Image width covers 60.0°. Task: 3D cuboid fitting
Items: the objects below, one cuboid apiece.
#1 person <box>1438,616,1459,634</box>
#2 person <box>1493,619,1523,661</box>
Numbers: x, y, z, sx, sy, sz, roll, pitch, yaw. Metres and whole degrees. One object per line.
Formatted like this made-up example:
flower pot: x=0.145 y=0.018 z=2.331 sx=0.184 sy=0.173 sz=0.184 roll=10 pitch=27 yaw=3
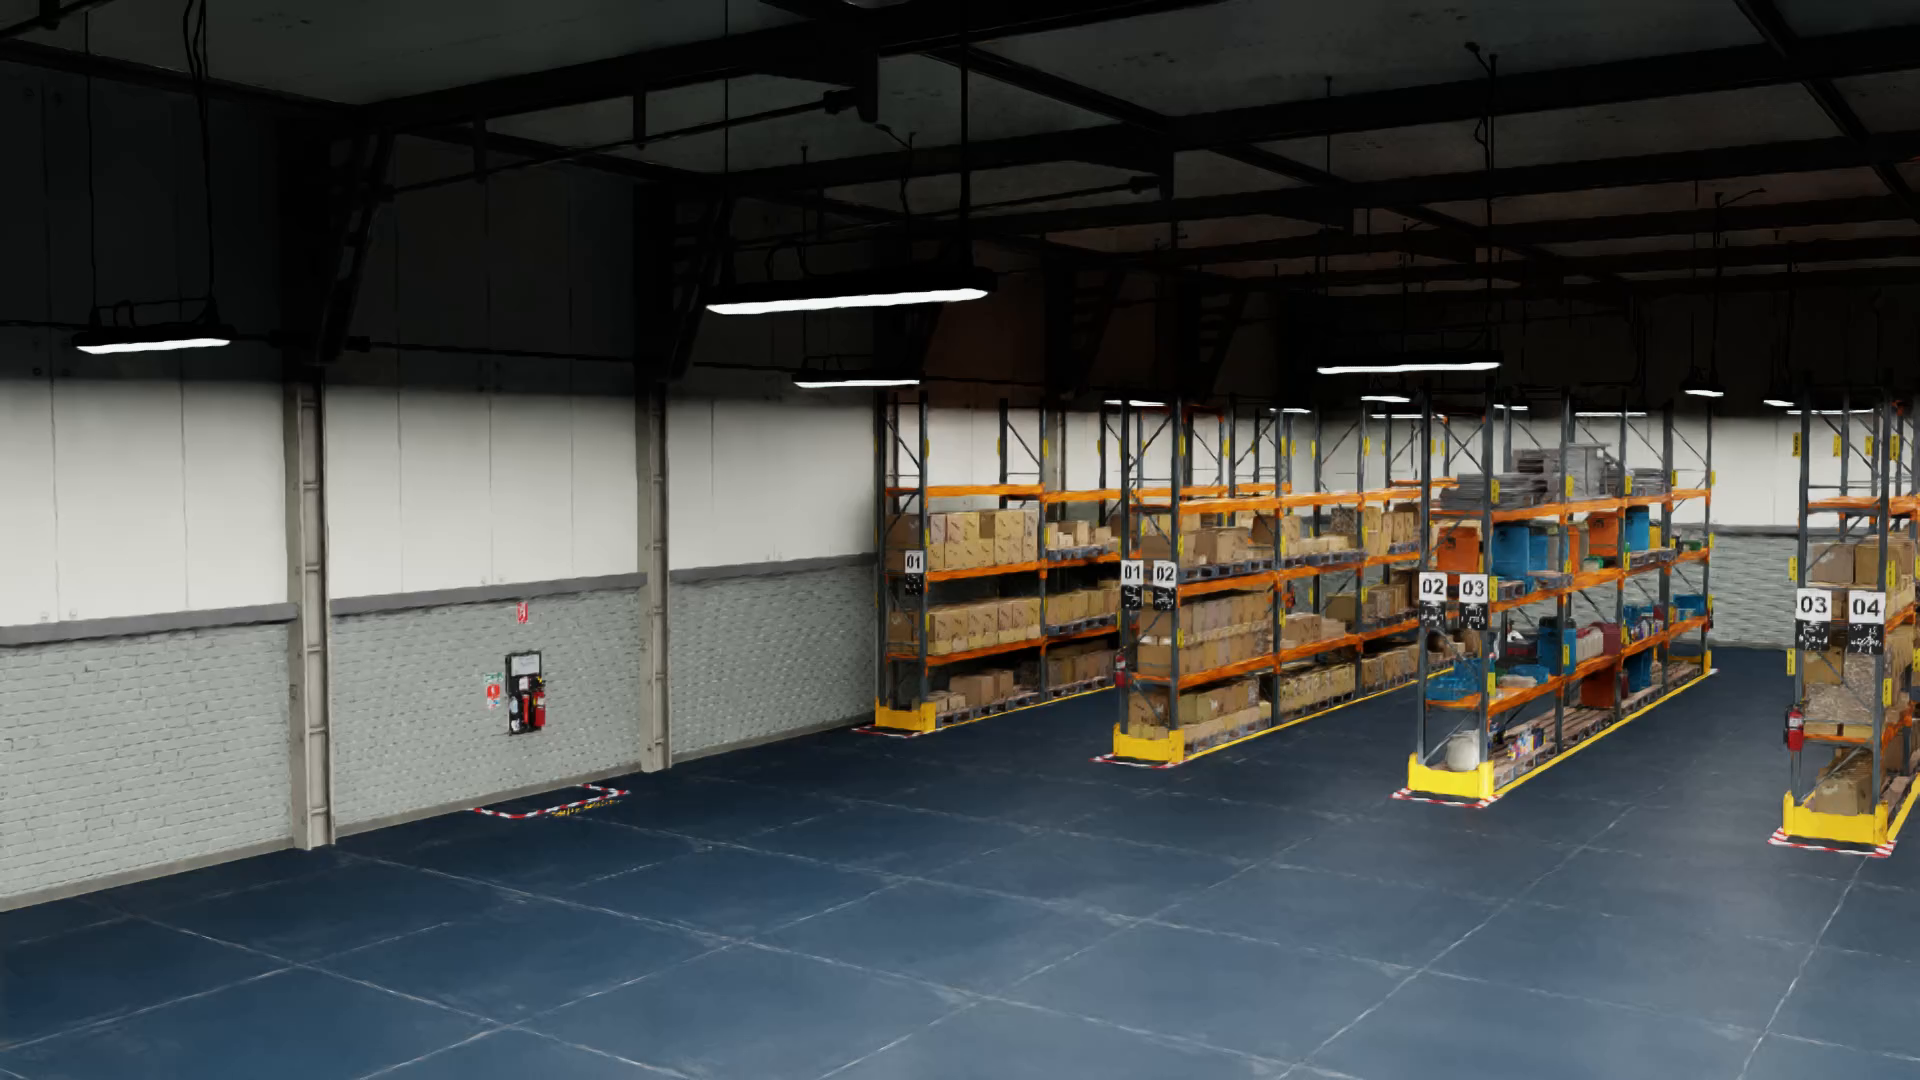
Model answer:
person: x=12.401 y=1.826 z=42.480 sx=0.641 sy=1.654 sz=0.460 roll=-1 pitch=3 yaw=-10
person: x=10.946 y=2.354 z=33.155 sx=0.639 sy=1.632 sz=0.512 roll=2 pitch=4 yaw=33
